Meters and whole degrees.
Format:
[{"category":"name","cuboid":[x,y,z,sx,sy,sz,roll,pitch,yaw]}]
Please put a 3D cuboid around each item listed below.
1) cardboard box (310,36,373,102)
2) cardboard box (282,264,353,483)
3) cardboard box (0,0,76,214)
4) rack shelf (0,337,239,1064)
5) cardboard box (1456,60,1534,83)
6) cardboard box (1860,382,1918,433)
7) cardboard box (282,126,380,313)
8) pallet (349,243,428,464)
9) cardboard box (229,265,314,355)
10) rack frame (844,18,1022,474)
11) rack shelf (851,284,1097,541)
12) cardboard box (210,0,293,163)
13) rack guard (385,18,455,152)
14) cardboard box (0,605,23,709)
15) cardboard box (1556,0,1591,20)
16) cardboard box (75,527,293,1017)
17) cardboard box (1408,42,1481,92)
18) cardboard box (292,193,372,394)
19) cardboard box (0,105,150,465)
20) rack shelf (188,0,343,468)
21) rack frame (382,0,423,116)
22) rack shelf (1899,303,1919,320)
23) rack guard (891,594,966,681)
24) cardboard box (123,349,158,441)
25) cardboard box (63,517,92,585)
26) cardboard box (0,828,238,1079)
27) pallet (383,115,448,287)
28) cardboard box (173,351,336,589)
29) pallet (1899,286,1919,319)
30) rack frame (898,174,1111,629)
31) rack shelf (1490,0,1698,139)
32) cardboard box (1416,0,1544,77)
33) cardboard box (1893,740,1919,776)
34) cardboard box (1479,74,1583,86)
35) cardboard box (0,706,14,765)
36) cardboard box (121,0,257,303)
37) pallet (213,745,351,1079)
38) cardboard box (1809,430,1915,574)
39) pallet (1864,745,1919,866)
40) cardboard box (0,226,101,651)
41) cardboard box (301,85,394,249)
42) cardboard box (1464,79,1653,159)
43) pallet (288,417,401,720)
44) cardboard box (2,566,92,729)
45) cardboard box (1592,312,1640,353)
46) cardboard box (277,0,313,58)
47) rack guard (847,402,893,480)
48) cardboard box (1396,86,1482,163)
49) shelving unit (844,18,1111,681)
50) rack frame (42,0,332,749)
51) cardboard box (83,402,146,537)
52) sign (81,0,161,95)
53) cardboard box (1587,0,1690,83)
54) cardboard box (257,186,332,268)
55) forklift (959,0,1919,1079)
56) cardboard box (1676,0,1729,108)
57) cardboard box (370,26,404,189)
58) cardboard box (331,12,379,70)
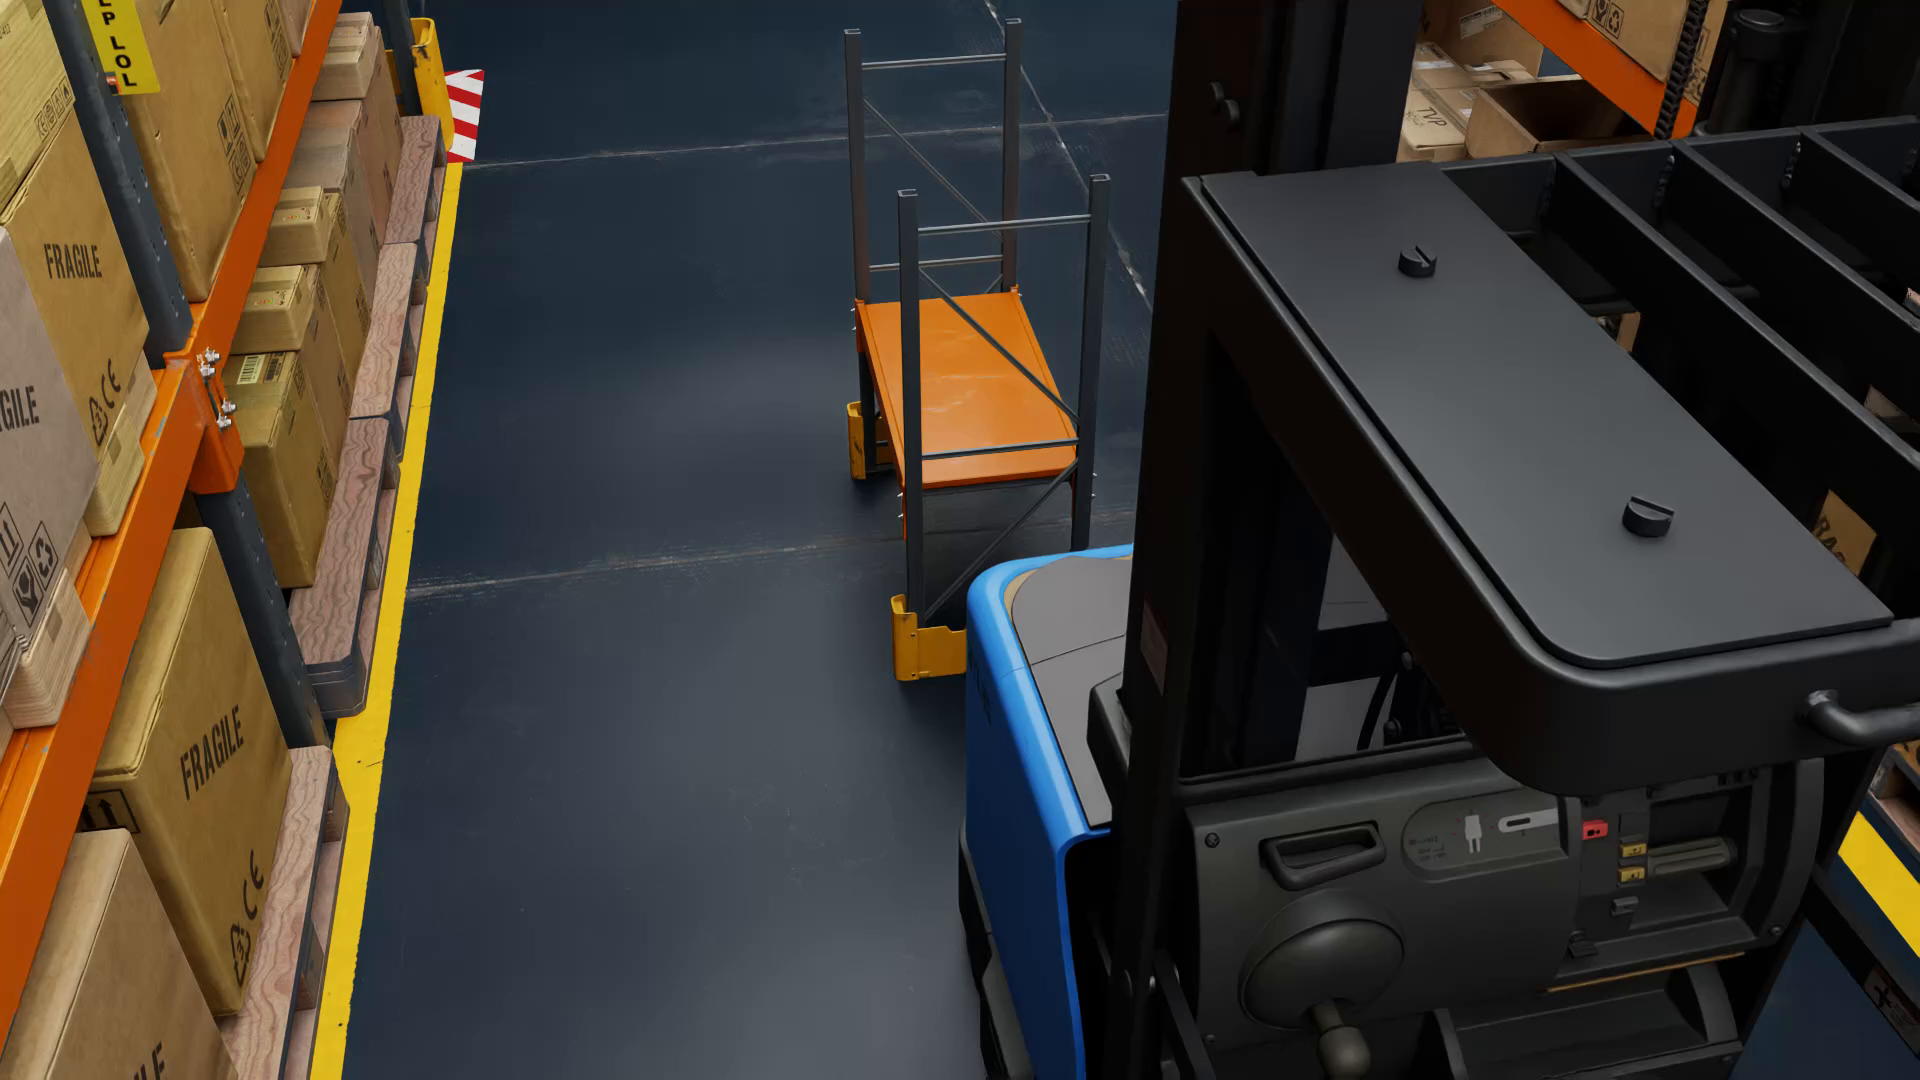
[{"category":"cardboard box","cuboid":[-2.427,-1.764,6.242,0.380,0.149,0.250,-5,38,-7]},{"category":"cardboard box","cuboid":[-2.309,-0.483,5.121,0.700,0.500,0.500,-7,38,-8]},{"category":"cardboard box","cuboid":[-1.861,-0.744,2.811,0.500,0.250,0.500,-5,38,-7]},{"category":"rack shelf","cuboid":[-1.844,0.955,2.163,1.077,0.370,4.000,-6,38,-8]},{"category":"cardboard box","cuboid":[2.301,-1.987,7.314,0.380,0.166,0.250,-6,38,-8]},{"category":"cardboard box","cuboid":[2.821,-0.461,5.232,0.500,0.311,0.500,-6,38,-8]},{"category":"cardboard box","cuboid":[-2.498,-1.114,5.934,0.700,0.500,0.500,-7,38,-9]},{"category":"pallet","cuboid":[-2.468,-0.642,5.905,1.003,0.211,1.213,-6,38,-8]},{"category":"cardboard box","cuboid":[-2.105,-0.661,4.823,0.380,0.149,0.250,-5,38,-6]},{"category":"rack frame","cuboid":[-0.074,-0.848,5.119,0.500,1.500,0.032,-6,38,-8]},{"category":"rack shelf","cuboid":[0.015,-0.399,4.834,0.538,0.185,1.000,-6,38,-8]},{"category":"cardboard box","cuboid":[-2.396,-1.427,4.397,0.980,0.700,0.700,-7,38,-9]},{"category":"rack guard","cuboid":[-2.900,-1.981,7.392,1.175,0.500,0.348,-6,38,-8]},{"category":"cardboard box","cuboid":[-1.686,0.161,2.258,0.500,0.500,0.500,-6,38,-8]},{"category":"cardboard box","cuboid":[2.158,-2.008,5.308,0.500,0.500,0.500,-5,38,-7]},{"category":"cardboard box","cuboid":[-1.952,0.524,3.540,0.750,0.750,0.750,-6,38,-7]},{"category":"cardboard box","cuboid":[1.884,-1.915,7.153,0.500,0.250,0.500,-6,38,-8]},{"category":"cardboard box","cuboid":[-2.397,-0.793,5.521,0.700,0.500,0.500,-5,38,-7]},{"category":"cardboard box","cuboid":[-1.865,-0.451,3.045,0.500,0.500,0.500,-7,38,-9]},{"category":"rack shelf","cuboid":[-2.545,-1.461,5.272,1.077,0.370,4.000,-6,38,-8]},{"category":"rack frame","cuboid":[-2.896,-2.953,6.607,1.000,3.000,0.127,-6,38,-8]},{"category":"rack shelf","cuboid":[3.033,0.420,2.851,1.077,0.370,4.000,-6,38,-8]},{"category":"rack guard","cuboid":[0.101,0.248,4.727,0.587,0.250,0.087,-6,38,-8]},{"category":"cardboard box","cuboid":[-1.856,-0.272,3.344,0.380,0.149,0.250,-6,38,-8]},{"category":"cardboard box","cuboid":[-1.788,0.039,2.944,0.380,0.149,0.250,-5,38,-7]},{"category":"cardboard box","cuboid":[-1.794,1.061,2.849,0.750,0.750,0.750,-5,38,-7]},{"category":"pallet","cuboid":[-2.678,-1.378,6.851,1.003,0.211,1.213,-6,38,-8]},{"category":"cardboard box","cuboid":[-2.224,-0.179,4.730,0.700,0.500,0.500,-6,38,-7]},{"category":"pallet","cuboid":[2.715,-0.502,3.608,1.003,0.211,1.213,-6,38,-8]},{"category":"rack frame","cuboid":[0.104,-0.234,4.328,0.500,1.500,0.032,-6,38,-8]},{"category":"rack shelf","cuboid":[2.331,-1.996,5.961,1.077,0.370,4.000,-6,38,-8]},{"category":"cardboard box","cuboid":[2.319,-2.373,7.539,0.500,0.500,0.500,-6,38,-8]},{"category":"cardboard box","cuboid":[2.631,0.380,3.994,0.500,0.500,0.500,-6,38,-7]},{"category":"cardboard box","cuboid":[2.456,-1.697,6.873,0.500,0.250,0.500,-6,38,-8]},{"category":"cardboard box","cuboid":[-1.706,0.347,2.547,0.380,0.149,0.250,-6,38,-8]},{"category":"cardboard box","cuboid":[-2.273,-0.985,3.829,0.980,0.700,0.700,-6,38,-7]},{"category":"pallet","cuboid":[-1.985,1.022,3.763,1.003,0.211,1.213,-6,38,-8]},{"category":"cardboard box","cuboid":[2.527,0.059,4.408,0.500,0.500,0.500,-8,39,-10]},{"category":"pallet","cuboid":[2.862,0.516,4.414,1.003,0.211,1.213,-6,38,-8]},{"category":"cardboard box","cuboid":[-1.766,-0.143,2.649,0.500,0.500,0.500,-6,38,-8]},{"category":"cardboard box","cuboid":[-2.587,-1.418,6.325,0.700,0.500,0.500,-6,38,-8]},{"category":"cardboard box","cuboid":[2.348,-1.395,6.276,0.797,0.503,0.637,-6,38,-8]},{"category":"pallet","cuboid":[-2.251,0.096,4.954,1.003,0.211,1.213,-6,38,-8]},{"category":"cardboard box","cuboid":[-1.684,0.192,2.746,0.380,0.149,0.250,-6,38,-8]},{"category":"cardboard box","cuboid":[2.303,-0.573,5.221,0.500,0.500,0.500,-6,38,-8]},{"category":"cardboard box","cuboid":[-2.533,-1.865,4.961,0.980,0.700,0.700,-8,39,-10]},{"category":"rack guard","cuboid":[-0.074,-0.353,5.501,0.587,0.250,0.087,-6,38,-8]},{"category":"cardboard box","cuboid":[1.972,-1.613,6.764,0.500,0.250,0.500,-6,38,-8]},{"category":"shelving unit","cuboid":[0.013,-0.546,4.731,0.587,1.500,1.083,-6,38,-8]},{"category":"rack frame","cuboid":[-2.194,-0.537,3.497,1.000,3.000,0.127,-6,38,-8]},{"category":"cardboard box","cuboid":[-1.789,-0.122,3.151,0.380,0.149,0.250,-6,38,-7]},{"category":"sign","cuboid":[-1.662,-1.028,3.248,0.100,0.325,0.005,-6,38,-8]},{"category":"cardboard box","cuboid":[2.250,-1.697,4.908,0.500,0.500,0.500,-5,38,-7]},{"category":"cardboard box","cuboid":[-2.197,-0.977,5.229,0.380,0.149,0.250,-7,38,-9]},{"category":"forklift","cuboid":[0.814,0.561,2.139,1.130,2.935,3.031,-8,38,-10]},{"category":"cardboard box","cuboid":[2.342,-1.386,4.508,0.500,0.500,0.500,-6,38,-7]},{"category":"cardboard box","cuboid":[-2.674,-1.720,6.714,0.700,0.500,0.500,-6,38,-8]},{"category":"cardboard box","cuboid":[-2.472,-1.918,6.441,0.380,0.149,0.250,-7,38,-8]}]
